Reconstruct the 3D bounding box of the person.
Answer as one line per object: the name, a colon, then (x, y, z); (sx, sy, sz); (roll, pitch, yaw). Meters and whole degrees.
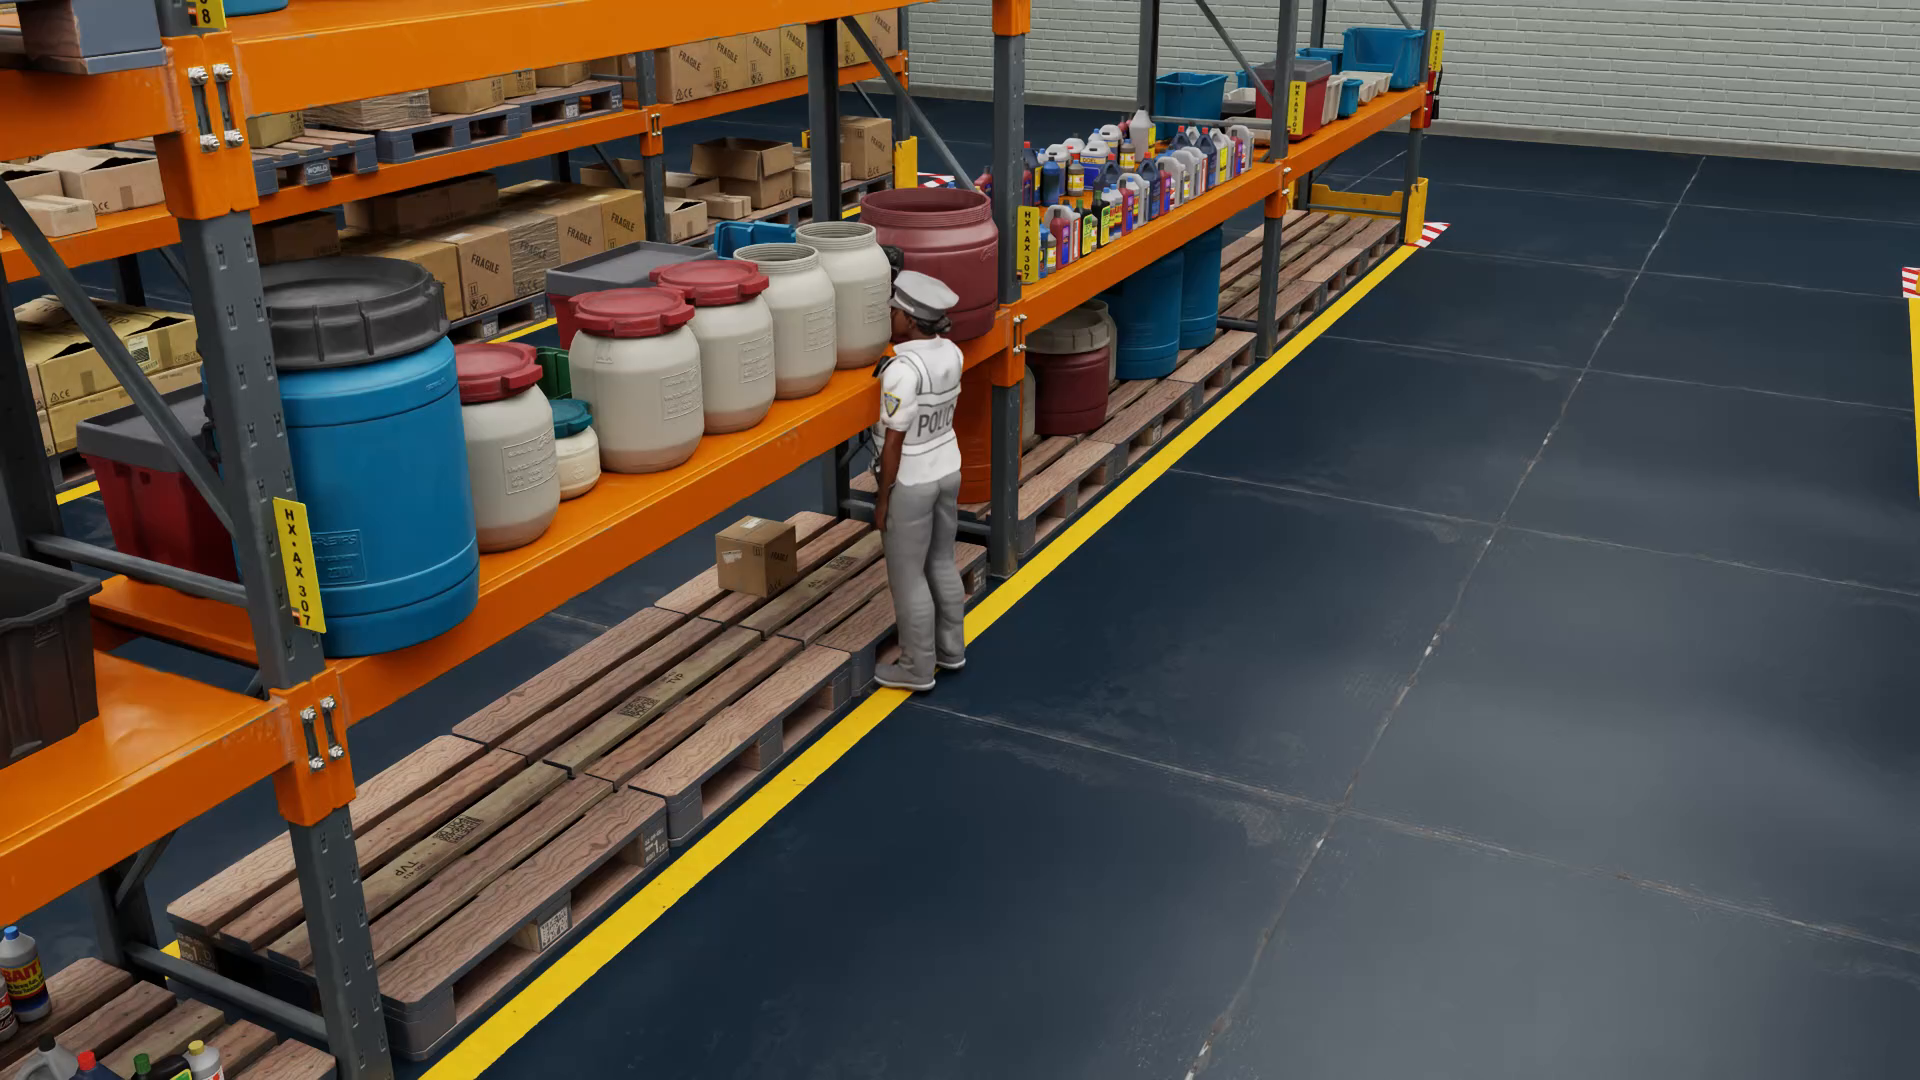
person: (-0.180, -0.227, 6.580); (0.342, 1.687, 0.440); (14, 27, 30)
